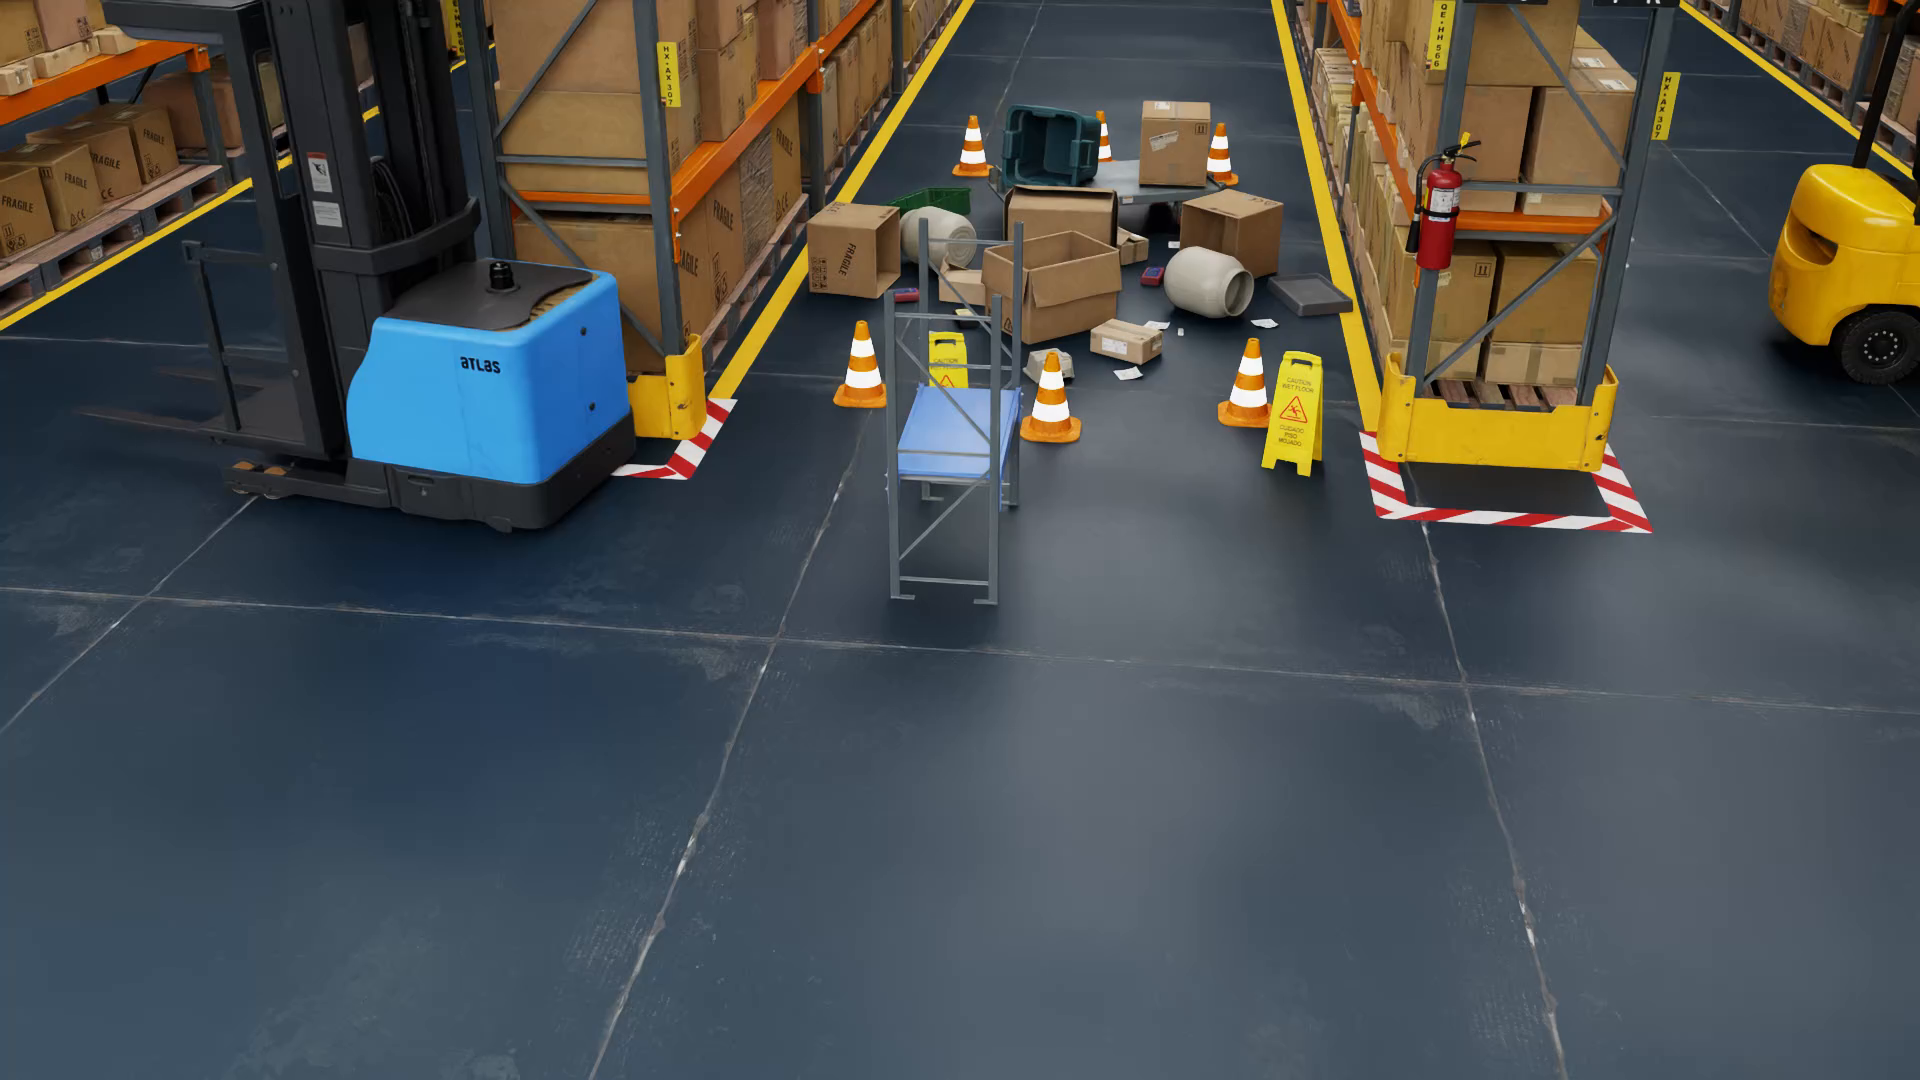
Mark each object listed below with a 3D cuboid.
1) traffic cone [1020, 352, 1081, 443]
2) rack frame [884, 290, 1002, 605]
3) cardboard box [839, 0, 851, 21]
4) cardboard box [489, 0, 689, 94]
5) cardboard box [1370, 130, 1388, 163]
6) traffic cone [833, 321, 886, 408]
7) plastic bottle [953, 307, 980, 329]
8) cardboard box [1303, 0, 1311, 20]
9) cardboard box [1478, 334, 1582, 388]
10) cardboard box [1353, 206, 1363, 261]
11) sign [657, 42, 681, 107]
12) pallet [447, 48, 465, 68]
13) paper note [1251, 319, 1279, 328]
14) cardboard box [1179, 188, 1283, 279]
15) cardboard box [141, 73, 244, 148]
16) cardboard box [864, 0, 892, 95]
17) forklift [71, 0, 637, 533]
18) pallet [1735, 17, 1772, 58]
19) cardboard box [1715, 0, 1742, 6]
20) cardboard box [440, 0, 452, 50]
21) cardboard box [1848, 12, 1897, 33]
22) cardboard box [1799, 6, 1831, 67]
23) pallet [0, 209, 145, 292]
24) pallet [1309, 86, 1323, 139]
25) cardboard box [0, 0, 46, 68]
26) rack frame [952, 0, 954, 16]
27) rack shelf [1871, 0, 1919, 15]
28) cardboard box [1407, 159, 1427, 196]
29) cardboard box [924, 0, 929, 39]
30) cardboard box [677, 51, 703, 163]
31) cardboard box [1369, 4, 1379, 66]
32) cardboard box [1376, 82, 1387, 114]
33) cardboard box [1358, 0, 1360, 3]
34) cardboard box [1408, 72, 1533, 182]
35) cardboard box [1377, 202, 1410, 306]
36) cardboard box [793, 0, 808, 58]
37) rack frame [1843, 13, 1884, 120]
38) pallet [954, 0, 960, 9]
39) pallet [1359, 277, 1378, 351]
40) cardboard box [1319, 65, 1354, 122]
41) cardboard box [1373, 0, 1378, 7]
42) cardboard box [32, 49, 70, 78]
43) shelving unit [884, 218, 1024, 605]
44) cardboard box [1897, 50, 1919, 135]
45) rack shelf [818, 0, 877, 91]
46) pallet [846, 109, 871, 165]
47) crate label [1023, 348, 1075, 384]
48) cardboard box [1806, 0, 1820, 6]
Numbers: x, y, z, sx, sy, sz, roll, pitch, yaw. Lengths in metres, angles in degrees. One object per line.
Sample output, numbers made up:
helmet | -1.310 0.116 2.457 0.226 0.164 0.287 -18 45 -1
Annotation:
traffic cone | 0.514 -0.827 9.297 0.336 0.463 0.334 3 28 6
rack frame | -0.073 -0.381 7.376 0.500 1.500 0.032 3 28 6
cardboard box | -1.158 -4.399 13.147 0.500 0.500 0.500 4 29 7
cardboard box | -1.957 -2.716 8.832 0.875 0.550 0.550 3 28 6
cardboard box | 2.868 -2.549 10.800 0.380 0.149 0.250 5 29 9
traffic cone | -0.566 -1.053 9.716 0.336 0.463 0.334 3 28 6
plastic bottle | 0.032 -1.464 10.902 0.133 0.061 0.283 -6 29 -11
cardboard box | 4.358 -6.364 18.697 0.875 0.875 0.875 4 29 8
cardboard box | 3.258 -1.100 9.585 0.500 0.250 0.500 3 28 6
cardboard box | 2.980 -2.105 11.451 0.500 0.250 0.500 5 29 9
sign | -1.491 -2.383 8.514 0.100 0.325 0.005 3 28 6
pallet | -5.799 -5.243 17.759 1.003 0.211 1.213 3 28 6
paper note | 1.992 -1.420 10.854 0.142 0.019 0.148 -6 29 -11
cardboard box | 1.893 -2.120 11.656 0.500 0.500 0.500 -24 36 -37
cardboard box | -6.364 -3.602 13.945 0.700 0.500 0.500 1 28 2
cardboard box | -1.224 -4.681 15.705 1.050 0.750 0.750 3 28 6
forklift | -3.321 -1.727 8.365 3.031 2.935 1.130 9 30 16
pallet | 9.219 -5.511 18.257 1.003 0.211 1.213 3 28 6
cardboard box | 9.058 -6.333 19.406 0.380 0.149 0.250 3 28 5
cardboard box | -5.865 -5.677 17.422 1.225 0.875 0.875 2 28 4
cardboard box | 8.600 -4.858 15.614 0.380 0.149 0.250 2 28 4
cardboard box | 8.763 -5.018 16.595 0.500 0.500 0.500 5 29 8
pallet | -6.655 -2.099 11.924 1.003 0.211 1.213 3 28 6
pallet | 3.767 -3.932 15.327 1.003 0.211 1.213 3 28 6
cardboard box | -6.737 -3.480 11.128 0.875 0.500 0.500 3 28 6
rack frame | -0.570 -7.651 19.288 1.000 3.000 0.127 3 28 6
rack shelf | 8.546 -3.983 13.239 1.077 0.370 4.000 3 28 6
cardboard box | 2.639 -1.966 9.001 0.380 0.149 0.250 3 28 6
cardboard box | -0.604 -5.649 17.766 0.500 0.500 0.500 3 28 5
cardboard box | -1.994 -2.506 9.580 0.875 0.550 0.550 3 28 6
cardboard box | 3.006 -3.391 10.963 0.500 0.500 0.500 3 28 6
cardboard box | 2.852 -2.803 10.555 0.380 0.149 0.250 3 29 6
cardboard box | 3.213 -4.101 12.521 0.380 0.149 0.250 3 28 5
cardboard box | 2.677 -2.208 8.768 0.500 0.500 0.500 3 28 5
cardboard box | 2.784 -1.705 9.917 0.500 0.500 0.500 4 29 8
cardboard box | -1.584 -3.777 11.939 0.875 0.550 0.550 3 28 6
rack frame | 8.791 -5.241 14.816 1.000 3.000 0.127 3 28 6
pallet | -0.523 -6.741 20.540 1.003 0.211 1.213 3 28 6
pallet | 3.180 -1.523 10.855 1.003 0.211 1.213 3 28 6
cardboard box | 3.703 -3.943 14.733 0.950 0.372 0.625 3 28 5
cardboard box | 2.933 -3.592 10.281 0.700 0.500 0.500 3 28 5
cardboard box | -6.394 -3.287 11.453 0.380 0.149 0.250 3 28 6
shelving unit | -0.010 -0.620 7.820 0.538 1.500 1.048 3 28 6
cardboard box | 8.629 -3.780 14.164 0.875 0.625 0.625 4 29 8
rack shelf | -1.306 -4.510 14.217 1.077 0.370 4.000 3 28 6
pallet | -1.384 -3.601 14.711 1.003 0.211 1.213 3 28 6
crate label | 0.548 -1.057 10.068 0.250 0.136 0.298 -11 30 -20
cardboard box | 8.791 -5.481 16.769 0.380 0.149 0.250 2 28 4
